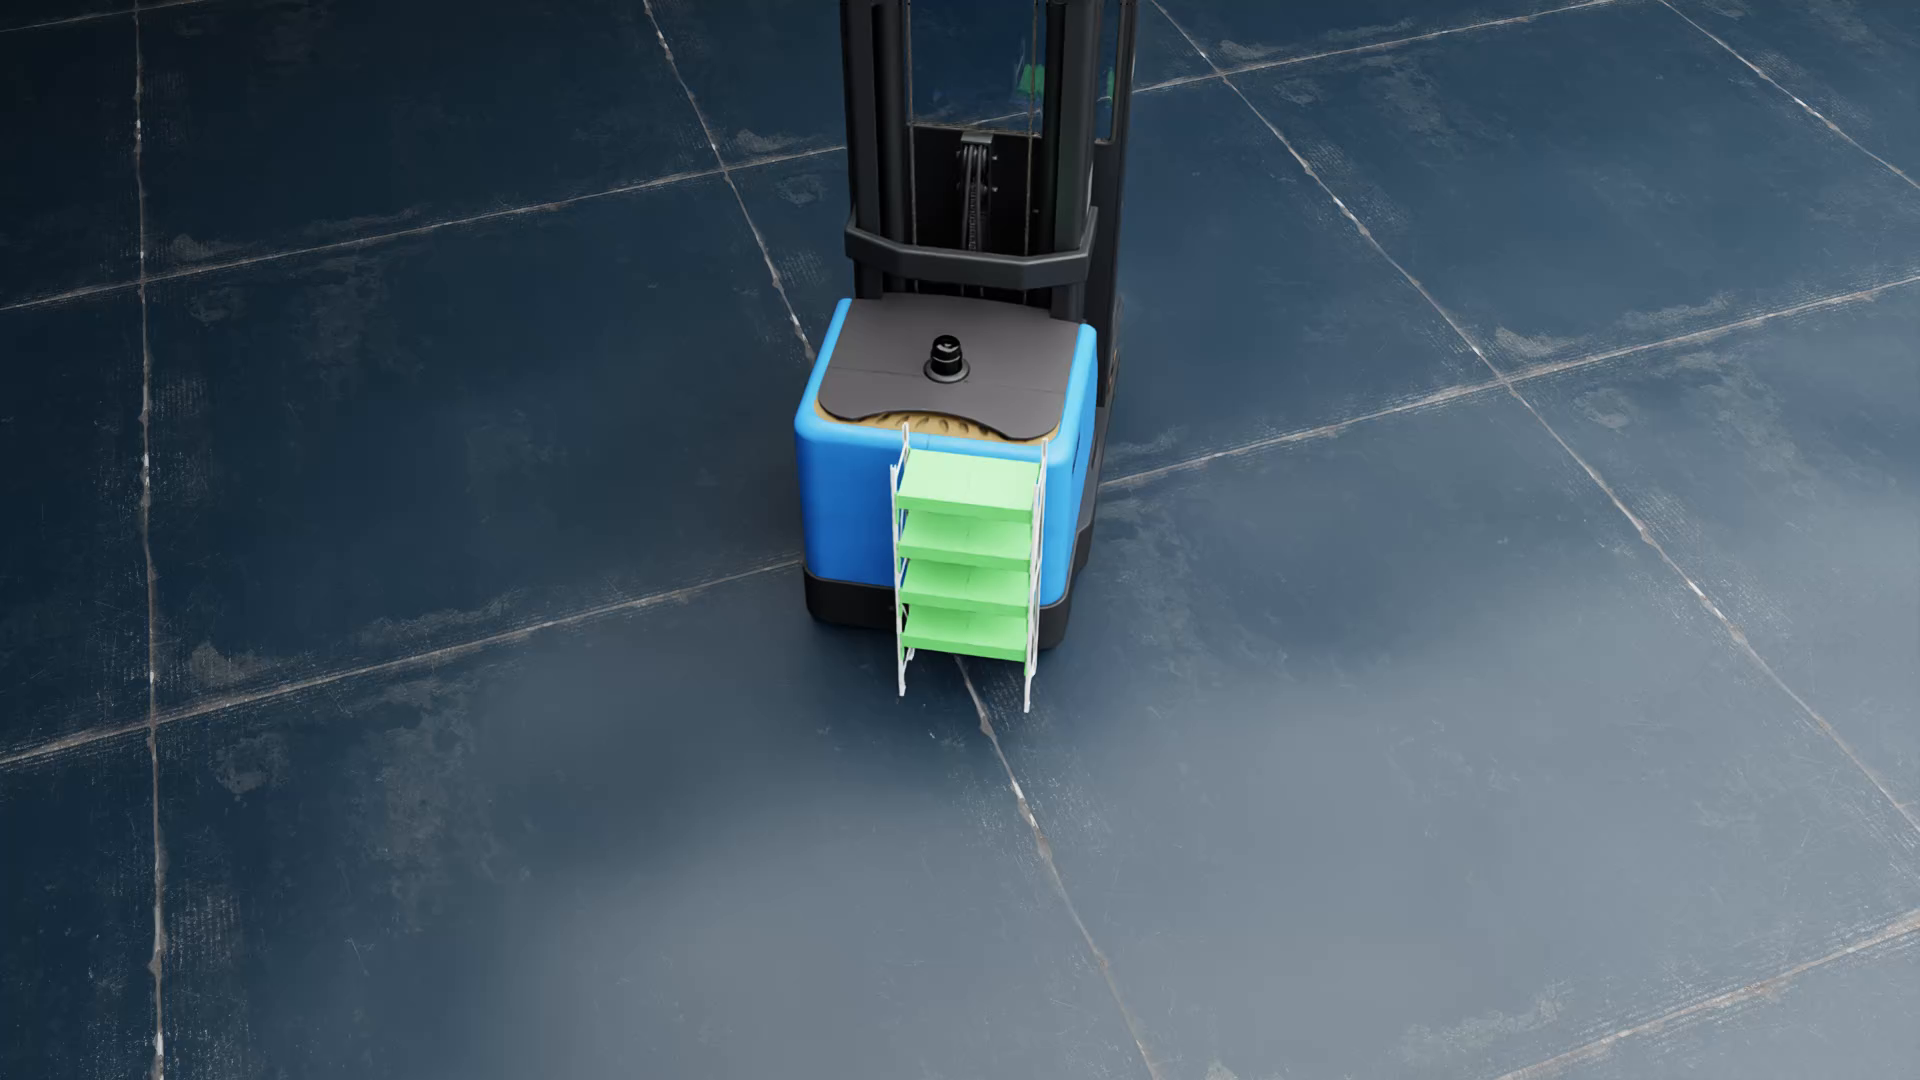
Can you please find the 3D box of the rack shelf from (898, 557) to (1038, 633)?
[{"bbox_3d":[0.033,0.174,6.129,0.480,0.148,0.258,7,45,7],"label":"rack shelf"}]

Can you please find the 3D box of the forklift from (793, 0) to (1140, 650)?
[{"bbox_3d":[0.146,-1.662,6.646,1.130,2.935,3.031,7,46,7],"label":"forklift"}]

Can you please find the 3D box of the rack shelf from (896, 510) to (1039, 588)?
[{"bbox_3d":[0.033,0.004,5.959,0.480,0.148,0.258,7,45,7],"label":"rack shelf"}]

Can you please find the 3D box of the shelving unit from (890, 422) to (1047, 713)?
[{"bbox_3d":[0.033,0.129,6.084,0.503,1.200,0.258,7,45,7],"label":"shelving unit"}]

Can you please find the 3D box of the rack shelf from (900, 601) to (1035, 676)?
[{"bbox_3d":[0.033,0.343,6.299,0.480,0.148,0.258,7,45,7],"label":"rack shelf"}]

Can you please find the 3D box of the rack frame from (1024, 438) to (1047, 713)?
[{"bbox_3d":[0.273,0.157,6.055,0.015,1.200,0.240,7,45,7],"label":"rack frame"}]

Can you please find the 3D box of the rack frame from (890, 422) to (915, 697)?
[{"bbox_3d":[-0.208,0.100,6.113,0.015,1.200,0.240,7,45,7],"label":"rack frame"}]

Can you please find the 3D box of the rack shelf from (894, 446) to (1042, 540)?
[{"bbox_3d":[0.033,-0.165,5.789,0.480,0.148,0.258,7,45,7],"label":"rack shelf"}]
